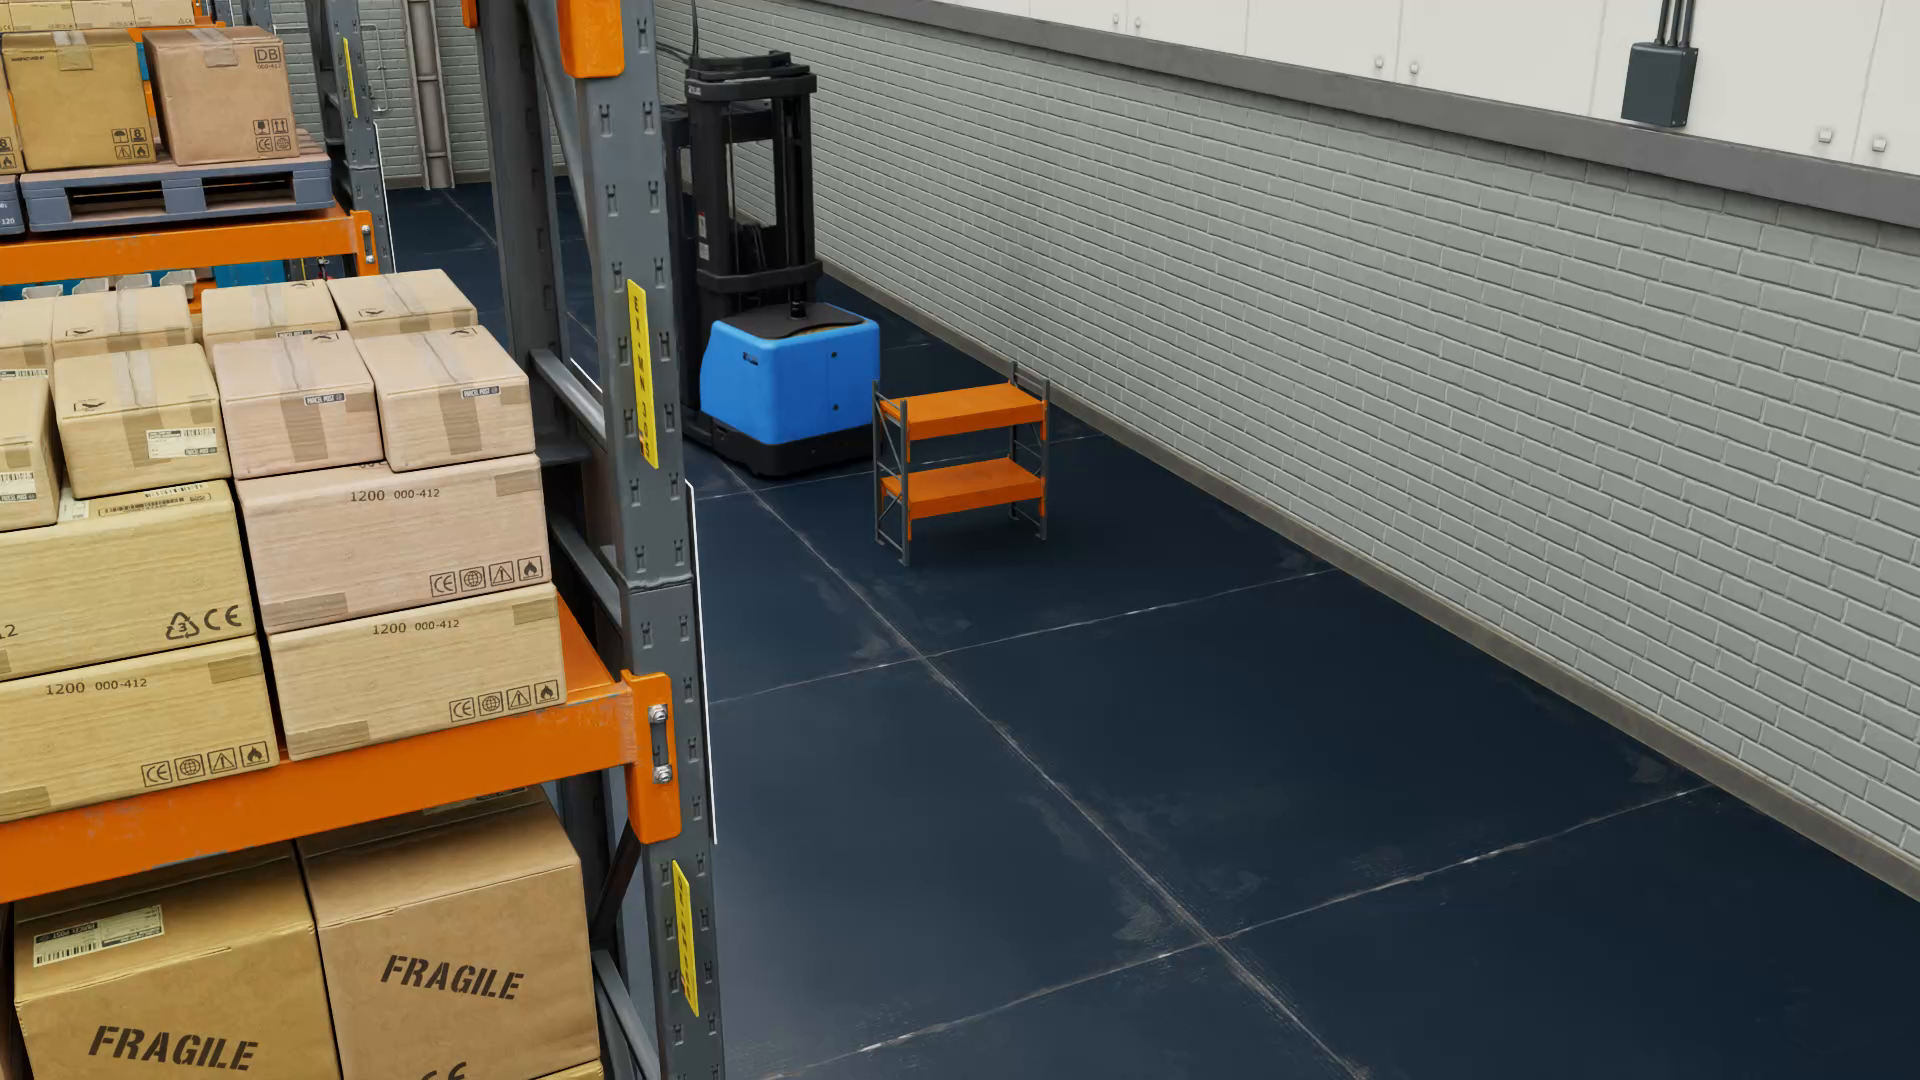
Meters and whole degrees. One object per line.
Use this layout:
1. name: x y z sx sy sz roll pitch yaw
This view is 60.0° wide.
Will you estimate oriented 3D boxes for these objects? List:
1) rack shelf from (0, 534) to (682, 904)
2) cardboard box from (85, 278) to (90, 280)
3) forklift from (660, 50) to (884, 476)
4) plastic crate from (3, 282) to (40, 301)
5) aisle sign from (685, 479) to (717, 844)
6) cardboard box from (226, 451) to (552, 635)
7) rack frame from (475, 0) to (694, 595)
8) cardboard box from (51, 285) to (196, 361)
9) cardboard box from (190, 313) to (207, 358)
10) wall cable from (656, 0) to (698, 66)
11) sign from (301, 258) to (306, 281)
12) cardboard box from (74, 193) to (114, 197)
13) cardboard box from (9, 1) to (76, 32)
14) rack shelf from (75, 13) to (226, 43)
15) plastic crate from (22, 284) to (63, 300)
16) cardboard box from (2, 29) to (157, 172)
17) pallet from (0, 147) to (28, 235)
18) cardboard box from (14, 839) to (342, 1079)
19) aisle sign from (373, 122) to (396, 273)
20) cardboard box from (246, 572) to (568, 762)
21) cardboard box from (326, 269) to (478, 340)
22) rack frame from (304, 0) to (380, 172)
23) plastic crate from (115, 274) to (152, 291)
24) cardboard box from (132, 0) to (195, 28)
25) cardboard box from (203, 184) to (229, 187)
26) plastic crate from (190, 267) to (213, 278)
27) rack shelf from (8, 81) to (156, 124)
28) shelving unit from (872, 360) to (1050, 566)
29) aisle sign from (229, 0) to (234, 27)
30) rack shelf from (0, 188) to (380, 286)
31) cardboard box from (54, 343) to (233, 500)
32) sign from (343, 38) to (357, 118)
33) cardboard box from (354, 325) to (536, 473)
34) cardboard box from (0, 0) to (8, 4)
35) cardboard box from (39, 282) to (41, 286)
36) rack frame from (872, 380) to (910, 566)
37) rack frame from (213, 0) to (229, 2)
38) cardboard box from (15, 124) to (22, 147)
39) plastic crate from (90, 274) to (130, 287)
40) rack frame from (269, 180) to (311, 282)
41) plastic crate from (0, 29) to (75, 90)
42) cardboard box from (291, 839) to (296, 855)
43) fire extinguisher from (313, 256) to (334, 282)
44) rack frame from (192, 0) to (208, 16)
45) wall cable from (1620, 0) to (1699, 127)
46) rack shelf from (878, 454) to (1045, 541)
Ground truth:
1. rack shelf: -2.589 0.585 2.933 4.000 0.370 1.077 -10 25 -24
2. cardboard box: -8.392 -2.444 16.253 0.500 0.250 0.500 -10 25 -24
3. forklift: -1.858 -2.326 13.036 1.130 2.935 3.031 -16 27 -33
4. plastic crate: -6.817 -1.881 12.012 0.300 0.233 0.416 -10 25 -24
5. aisle sign: -0.591 0.197 3.453 0.004 0.787 0.394 -10 25 -24
6. cardboard box: -1.091 -0.077 3.134 0.500 0.250 0.500 -11 25 -25
7. rack frame: -0.787 -1.465 3.024 0.127 3.000 1.000 -10 25 -24
8. cardboard box: -1.691 -0.394 3.379 0.250 0.149 0.380 -10 25 -24
9. cardboard box: -3.847 -0.764 8.001 0.500 0.500 0.500 -11 25 -25
10. wall cable: -4.040 -7.693 22.128 0.112 2.526 3.097 -10 25 -24
11. sign: -4.742 -2.015 11.982 0.005 0.325 0.100 -10 25 -24
12. cardboard box: -8.343 -3.544 15.758 0.500 0.500 0.500 -10 25 -23
13. cardboard box: -8.389 -4.808 15.217 0.500 0.250 0.500 -10 25 -24
14. rack shelf: -8.942 -4.556 15.352 4.000 0.370 1.077 -10 25 -24
15. plastic crate: -6.418 -1.681 11.656 0.250 0.136 0.298 -10 25 -24
16. cardboard box: -3.851 -1.935 7.270 0.500 0.500 0.700 -11 25 -26
17. pallet: -4.612 -1.434 6.986 1.213 0.211 1.003 -10 25 -24
18. cardboard box: -1.548 0.907 3.310 0.500 0.500 0.500 -11 25 -25
19. aisle sign: -2.652 -1.529 7.623 0.004 0.787 0.394 -10 25 -24
20. cardboard box: -1.082 0.157 3.223 0.500 0.250 0.500 -11 25 -25
21. cardboard box: -1.177 -0.450 3.514 0.250 0.149 0.380 -11 25 -24
22. rack frame: -2.847 -3.191 7.193 0.127 3.000 1.000 -10 25 -24
23. plastic crate: -5.919 -1.791 11.922 0.243 0.136 0.396 -10 25 -24
24. cardboard box: -7.488 -4.974 15.619 0.500 0.250 0.500 -10 25 -24
25. cardboard box: -7.425 -3.712 16.165 0.500 0.500 0.500 -10 24 -22
26. plastic crate: -5.685 -2.080 12.619 0.298 0.136 0.250 -10 25 -24
27. rack shelf: -6.797 -2.848 11.227 4.000 0.370 1.077 -10 25 -24
28. shelving unit: 0.006 -0.521 11.038 1.048 1.125 0.538 -10 25 -24
29. aisle sign: -6.946 -4.941 15.865 0.004 0.787 0.394 -10 25 -24
30. rack shelf: -4.649 -1.141 7.103 4.000 0.370 1.077 -10 25 -24
31. cardboard box: -1.455 -0.219 2.955 0.250 0.149 0.380 -11 25 -25
32. sign: -2.624 -1.988 7.156 0.005 0.325 0.100 -10 25 -24
33. cardboard box: -0.959 -0.269 3.076 0.250 0.149 0.380 -11 25 -24
34. cardboard box: -8.842 -4.958 14.927 0.500 0.250 0.500 -10 25 -24
35. cardboard box: -9.053 -2.534 16.137 0.637 0.503 0.797 -10 25 -24
36. rack frame: -0.452 -0.437 10.834 0.032 1.125 0.500 -10 25 -24
37. rack frame: -7.140 -6.606 15.442 0.127 3.000 1.000 -10 25 -24
38. cardboard box: -8.804 -3.917 15.352 0.500 0.500 0.500 -10 24 -22
39. plastic crate: -6.296 -1.967 12.347 0.298 0.136 0.250 -10 25 -24
40. rack frame: -4.995 -2.126 12.464 0.127 3.000 1.000 -10 25 -24
41. plastic crate: -6.491 -3.325 11.519 0.767 0.338 0.504 -10 25 -24
42. cardboard box: -1.758 0.730 3.737 0.500 0.500 0.500 -10 24 -22
43. fire extinguisher: -4.662 -1.787 12.233 0.183 0.674 0.296 -10 25 -24
44. rack frame: -9.292 -5.540 20.713 0.127 3.000 1.000 -10 25 -24
45. wall cable: 3.743 -4.428 5.975 0.120 5.999 2.277 -10 25 -24
46. rack shelf: 0.006 -0.295 11.131 1.000 0.278 0.538 -10 25 -24
